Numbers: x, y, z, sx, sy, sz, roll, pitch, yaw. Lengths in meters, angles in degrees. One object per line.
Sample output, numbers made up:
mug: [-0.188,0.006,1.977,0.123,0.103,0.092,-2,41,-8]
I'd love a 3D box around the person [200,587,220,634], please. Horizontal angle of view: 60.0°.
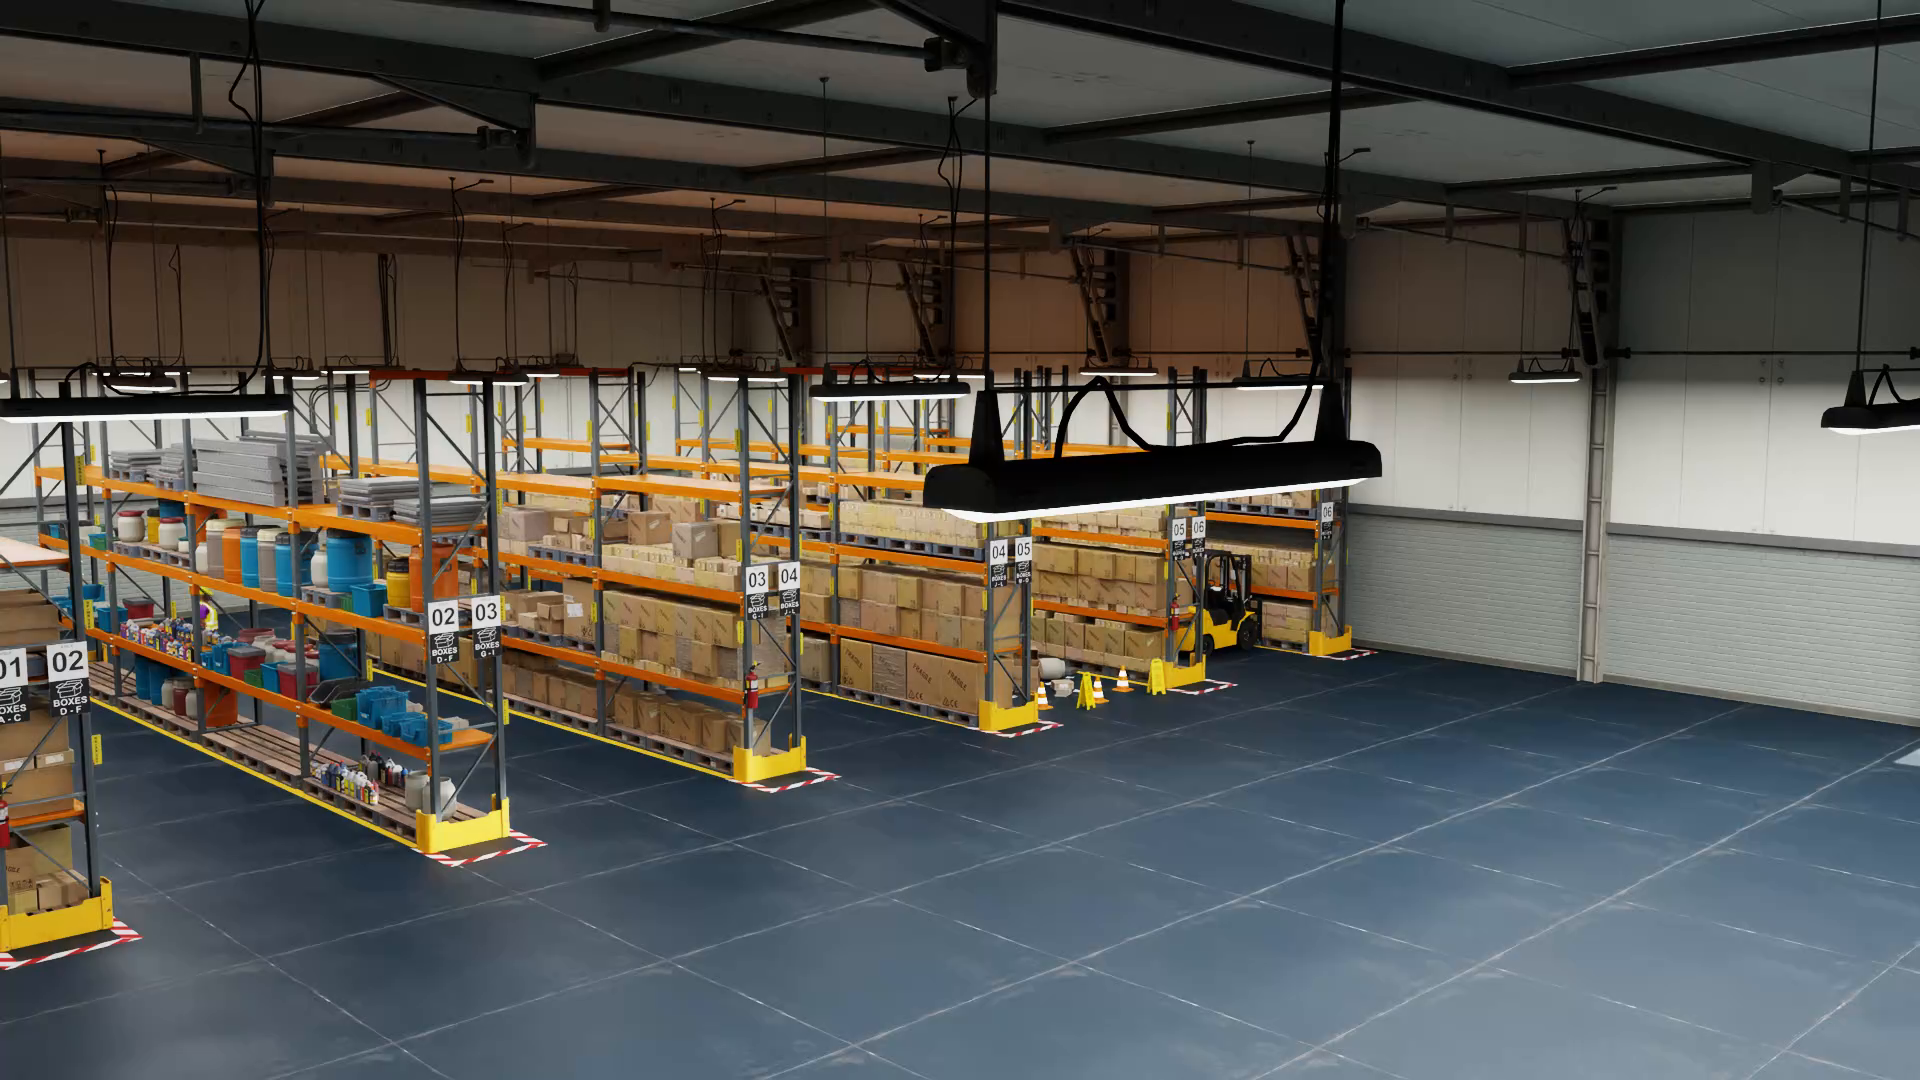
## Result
person: [-14.672,1.808,32.554,0.508,1.798,0.610,0,6,-1]

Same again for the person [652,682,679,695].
person: [-5.472,1.992,30.928,0.617,1.712,0.590,-2,7,-16]
